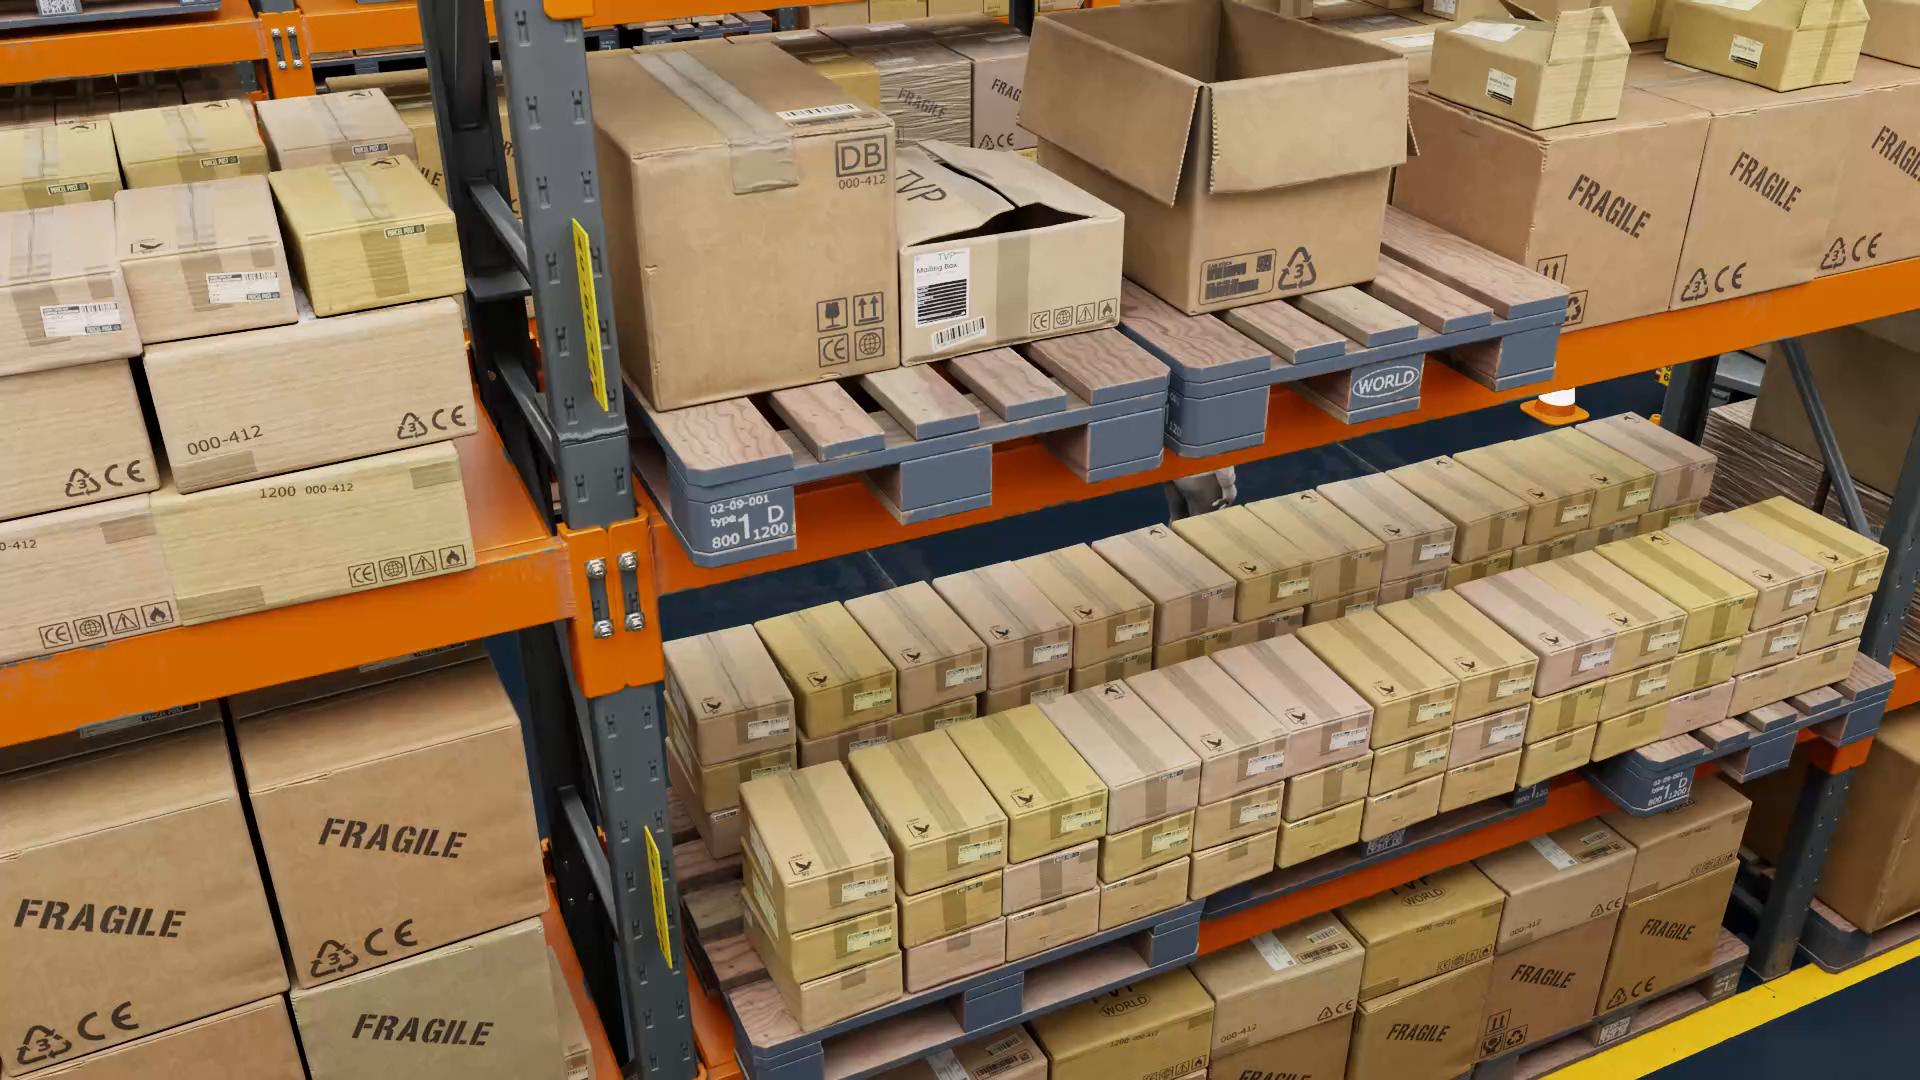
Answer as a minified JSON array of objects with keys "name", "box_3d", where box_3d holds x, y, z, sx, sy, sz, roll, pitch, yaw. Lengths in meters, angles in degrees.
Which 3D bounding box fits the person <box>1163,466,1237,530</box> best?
[{"name":"person","box_3d":[1.101,-0.341,7.725,0.373,1.663,0.526,-14,32,-23]}]
